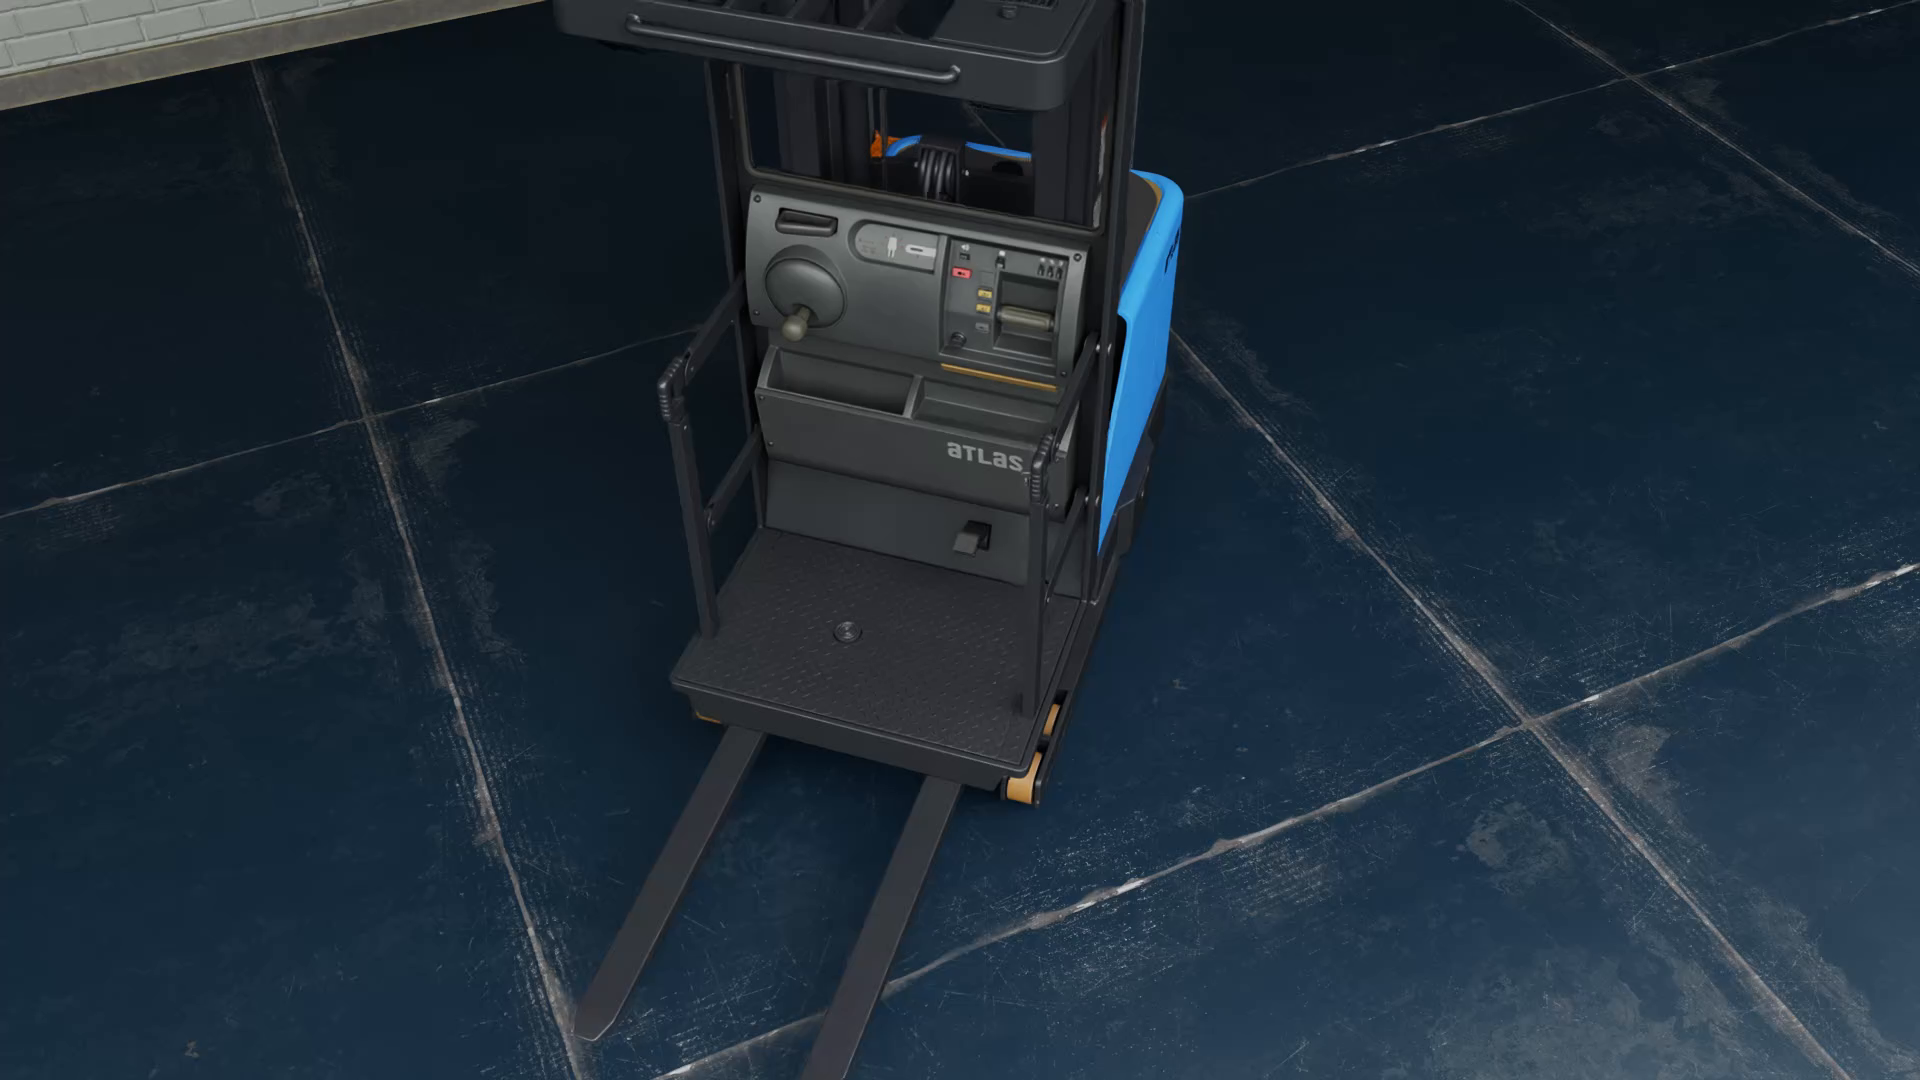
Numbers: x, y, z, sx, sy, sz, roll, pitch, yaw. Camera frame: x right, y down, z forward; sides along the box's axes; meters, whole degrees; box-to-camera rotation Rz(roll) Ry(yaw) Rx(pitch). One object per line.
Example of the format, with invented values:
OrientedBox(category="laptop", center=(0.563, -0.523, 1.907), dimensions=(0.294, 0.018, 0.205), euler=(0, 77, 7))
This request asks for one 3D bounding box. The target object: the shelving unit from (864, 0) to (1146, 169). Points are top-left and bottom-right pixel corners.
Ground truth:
OrientedBox(category="shelving unit", center=(0.073, -1.365, 6.065), dimensions=(1.083, 1.500, 0.587), euler=(13, 46, 13))

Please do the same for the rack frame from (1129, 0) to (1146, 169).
OrientedBox(category="rack frame", center=(0.547, -1.256, 5.955), dimensions=(0.032, 1.500, 0.500), euler=(13, 46, 13))

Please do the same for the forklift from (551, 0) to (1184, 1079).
OrientedBox(category="forklift", center=(-0.190, -0.582, 4.253), dimensions=(1.130, 2.935, 3.031), euler=(13, 46, 13))

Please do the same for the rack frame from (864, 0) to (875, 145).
OrientedBox(category="rack frame", center=(-0.419, -1.477, 6.179), dimensions=(0.032, 1.500, 0.500), euler=(13, 46, 13))

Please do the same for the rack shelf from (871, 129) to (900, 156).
OrientedBox(category="rack shelf", center=(0.064, -1.238, 6.193), dimensions=(1.000, 0.185, 0.538), euler=(13, 46, 13))
